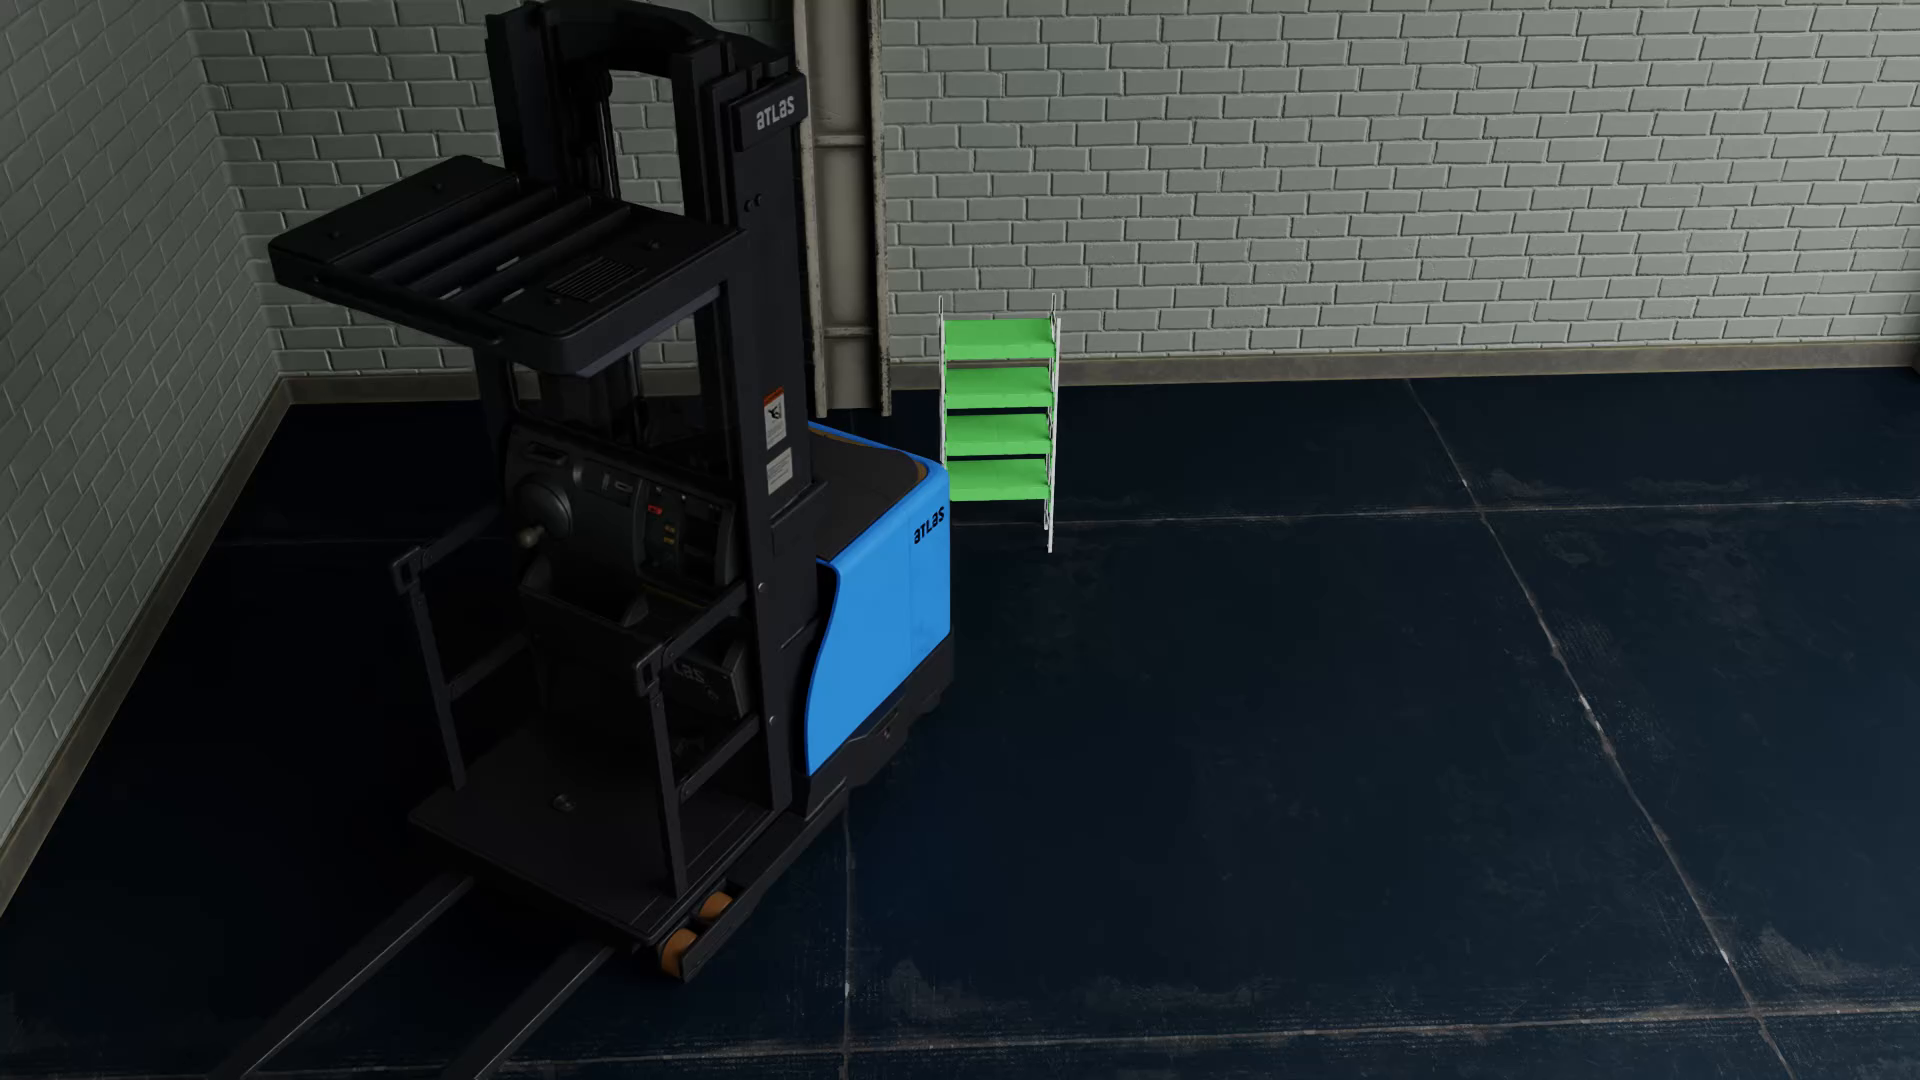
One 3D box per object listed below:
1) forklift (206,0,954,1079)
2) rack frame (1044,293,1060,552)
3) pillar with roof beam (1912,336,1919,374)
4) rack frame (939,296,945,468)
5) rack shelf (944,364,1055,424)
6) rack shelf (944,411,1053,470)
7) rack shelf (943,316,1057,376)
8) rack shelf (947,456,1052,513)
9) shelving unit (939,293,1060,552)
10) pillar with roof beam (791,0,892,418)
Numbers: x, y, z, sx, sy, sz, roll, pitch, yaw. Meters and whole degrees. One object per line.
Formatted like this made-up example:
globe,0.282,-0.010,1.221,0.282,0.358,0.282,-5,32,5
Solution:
forklift,-1.211,-0.028,5.215,1.130,2.935,3.031,19,39,25
rack frame,0.409,-0.504,7.425,0.015,1.200,0.240,-2,35,-2
pillar with roof beam,5.633,-2.145,2.942,0.400,9.000,9.100,-2,35,-2
rack frame,-0.078,-0.491,7.406,0.015,1.200,0.240,-2,35,-2
rack shelf,0.165,-0.643,7.315,0.480,0.148,0.258,-2,35,-2
rack shelf,0.165,-0.445,7.451,0.480,0.148,0.258,-2,35,-2
rack shelf,0.165,-0.840,7.178,0.480,0.148,0.258,-2,35,-2
rack shelf,0.165,-0.248,7.588,0.480,0.148,0.258,-2,35,-2
shelving unit,0.165,-0.498,7.415,0.503,1.200,0.258,-2,35,-2
pillar with roof beam,-0.360,-1.984,2.709,0.400,9.000,9.100,-2,35,-2
